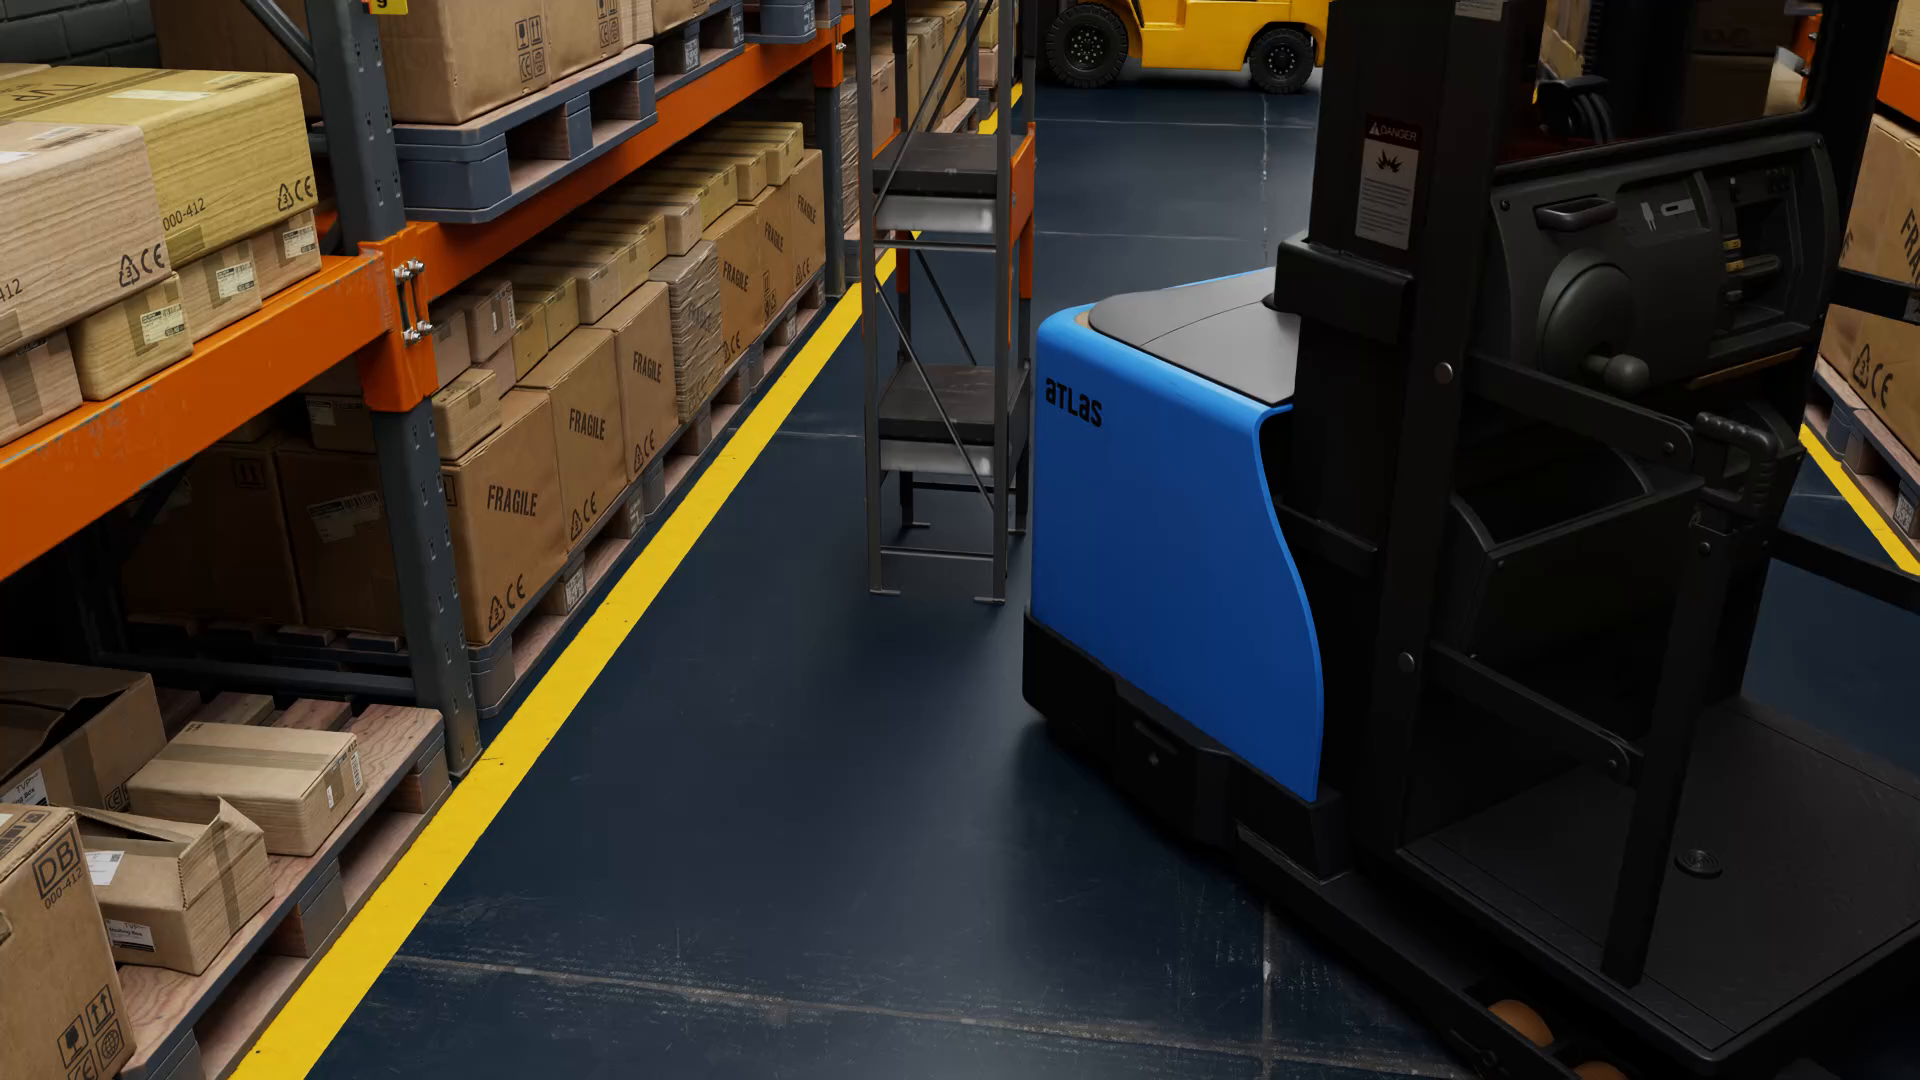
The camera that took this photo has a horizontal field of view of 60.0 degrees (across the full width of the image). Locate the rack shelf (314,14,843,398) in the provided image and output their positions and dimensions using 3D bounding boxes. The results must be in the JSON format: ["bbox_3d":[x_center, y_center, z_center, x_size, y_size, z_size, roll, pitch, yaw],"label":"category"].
[{"bbox_3d":[-1.357,-1.348,5.441,1.077,0.370,4.000,4,25,9],"label":"rack shelf"}]

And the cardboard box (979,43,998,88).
[{"bbox_3d":[0.029,-3.308,11.527,0.500,0.250,0.500,4,25,9],"label":"cardboard box"}]

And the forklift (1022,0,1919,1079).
[{"bbox_3d":[1.386,-0.468,2.793,1.130,2.935,3.031,-15,29,-30],"label":"forklift"}]

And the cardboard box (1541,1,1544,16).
[{"bbox_3d":[4.685,-4.252,12.658,0.500,0.500,0.500,3,25,7],"label":"cardboard box"}]

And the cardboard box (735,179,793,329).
[{"bbox_3d":[-0.980,-1.168,6.661,0.500,0.500,0.500,4,25,8],"label":"cardboard box"}]

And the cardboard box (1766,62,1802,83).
[{"bbox_3d":[4.438,-2.622,9.917,0.950,0.372,0.625,4,25,9],"label":"cardboard box"}]

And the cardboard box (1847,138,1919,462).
[{"bbox_3d":[3.522,-0.740,5.304,0.875,0.875,0.875,4,25,9],"label":"cardboard box"}]

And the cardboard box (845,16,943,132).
[{"bbox_3d":[-0.585,-2.755,9.904,0.875,0.625,0.625,4,25,8],"label":"cardboard box"}]

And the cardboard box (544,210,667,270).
[{"bbox_3d":[-1.196,-0.987,5.508,0.380,0.149,0.250,4,25,9],"label":"cardboard box"}]

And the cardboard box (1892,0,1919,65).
[{"bbox_3d":[3.472,-1.697,5.515,0.500,0.250,0.500,3,25,7],"label":"cardboard box"}]

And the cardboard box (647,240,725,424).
[{"bbox_3d":[-1.129,-0.731,5.726,0.500,0.500,0.500,3,25,7],"label":"cardboard box"}]

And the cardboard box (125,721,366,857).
[{"bbox_3d":[-1.485,0.517,3.476,0.380,0.149,0.250,3,25,7],"label":"cardboard box"}]

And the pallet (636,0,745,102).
[{"bbox_3d":[-1.344,-1.610,5.378,1.003,0.211,1.213,4,25,9],"label":"pallet"}]

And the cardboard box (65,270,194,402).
[{"bbox_3d":[-1.527,-0.352,2.761,0.380,0.149,0.250,5,25,10],"label":"cardboard box"}]

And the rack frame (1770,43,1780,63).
[{"bbox_3d":[4.521,-3.841,9.918,1.000,3.000,0.127,4,25,9],"label":"rack frame"}]

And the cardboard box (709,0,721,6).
[{"bbox_3d":[-1.115,-2.052,5.479,0.797,0.503,0.637,3,25,7],"label":"cardboard box"}]

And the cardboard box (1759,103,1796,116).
[{"bbox_3d":[4.212,-2.030,8.653,0.950,0.372,0.625,5,26,10],"label":"cardboard box"}]

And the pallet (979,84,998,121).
[{"bbox_3d":[-0.205,-3.251,11.945,1.003,0.211,1.213,4,25,9],"label":"pallet"}]

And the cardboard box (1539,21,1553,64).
[{"bbox_3d":[4.602,-3.699,12.362,0.500,0.250,0.500,6,26,12],"label":"cardboard box"}]

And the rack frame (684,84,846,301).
[{"bbox_3d":[-1.030,-2.511,7.076,1.000,3.000,0.127,4,25,9],"label":"rack frame"}]

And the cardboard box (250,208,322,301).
[{"bbox_3d":[-1.487,-0.573,3.233,0.380,0.149,0.250,4,25,9],"label":"cardboard box"}]

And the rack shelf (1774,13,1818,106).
[{"bbox_3d":[4.194,-2.679,8.284,1.077,0.370,4.000,4,25,9],"label":"rack shelf"}]

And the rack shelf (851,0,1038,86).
[{"bbox_3d":[-0.027,-1.503,4.366,0.431,0.518,0.480,4,25,9],"label":"rack shelf"}]

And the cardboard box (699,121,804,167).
[{"bbox_3d":[-0.861,-1.639,6.900,0.380,0.149,0.250,3,25,6],"label":"cardboard box"}]

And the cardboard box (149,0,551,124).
[{"bbox_3d":[-1.384,-1.260,3.791,0.700,0.500,0.500,5,25,10],"label":"cardboard box"}]

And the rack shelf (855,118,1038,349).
[{"bbox_3d":[-0.027,-0.869,4.663,0.431,0.518,0.480,4,25,9],"label":"rack shelf"}]

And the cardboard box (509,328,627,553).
[{"bbox_3d":[-1.306,-0.306,4.819,0.500,0.500,0.500,4,25,8],"label":"cardboard box"}]

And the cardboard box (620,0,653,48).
[{"bbox_3d":[-1.079,-1.522,4.626,0.396,0.266,0.258,5,26,11],"label":"cardboard box"}]

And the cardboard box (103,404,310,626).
[{"bbox_3d":[-1.896,-0.122,4.425,0.500,0.500,0.500,4,25,8],"label":"cardboard box"}]

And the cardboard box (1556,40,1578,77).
[{"bbox_3d":[4.429,-3.276,11.458,0.500,0.250,0.500,3,25,7],"label":"cardboard box"}]

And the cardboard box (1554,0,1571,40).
[{"bbox_3d":[4.516,-3.818,11.732,0.500,0.500,0.500,5,26,11],"label":"cardboard box"}]

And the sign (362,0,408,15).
[{"bbox_3d":[-1.148,-1.196,3.245,0.100,0.325,0.005,4,25,9],"label":"sign"}]

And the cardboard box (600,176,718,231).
[{"bbox_3d":[-1.090,-1.204,5.971,0.380,0.149,0.250,4,25,8],"label":"cardboard box"}]

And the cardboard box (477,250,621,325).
[{"bbox_3d":[-1.254,-0.768,5.041,0.380,0.149,0.250,4,25,8],"label":"cardboard box"}]

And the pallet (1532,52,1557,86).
[{"bbox_3d":[4.793,-3.373,12.208,1.003,0.211,1.213,4,25,9],"label":"pallet"}]

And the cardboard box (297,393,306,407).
[{"bbox_3d":[-1.871,-0.474,4.412,0.380,0.149,0.250,4,25,9],"label":"cardboard box"}]

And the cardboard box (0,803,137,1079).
[{"bbox_3d":[-1.797,0.739,2.587,0.700,0.500,0.500,3,25,7],"label":"cardboard box"}]

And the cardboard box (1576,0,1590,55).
[{"bbox_3d":[4.353,-3.392,10.822,0.500,0.500,0.500,4,25,8],"label":"cardboard box"}]

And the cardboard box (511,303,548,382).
[{"bbox_3d":[-1.363,-0.551,4.576,0.380,0.149,0.250,3,25,6],"label":"cardboard box"}]

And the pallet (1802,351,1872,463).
[{"bbox_3d":[3.664,-0.581,6.242,1.003,0.211,1.213,4,25,9],"label":"pallet"}]

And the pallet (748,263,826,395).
[{"bbox_3d":[-1.190,-0.938,7.005,1.003,0.211,1.213,4,25,9],"label":"pallet"}]

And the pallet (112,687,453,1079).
[{"bbox_3d":[-1.797,0.712,3.479,1.003,0.211,1.213,4,25,9],"label":"pallet"}]

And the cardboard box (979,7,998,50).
[{"bbox_3d":[0.007,-3.536,11.424,0.500,0.250,0.500,4,25,8],"label":"cardboard box"}]

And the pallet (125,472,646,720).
[{"bbox_3d":[-1.589,0.082,4.825,1.003,0.211,1.213,4,25,9],"label":"pallet"}]

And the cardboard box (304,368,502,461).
[{"bbox_3d":[-1.363,-0.321,4.086,0.380,0.149,0.250,5,26,11],"label":"cardboard box"}]

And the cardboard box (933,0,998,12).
[{"bbox_3d":[0.012,-3.762,11.317,0.500,0.250,0.500,4,25,8],"label":"cardboard box"}]

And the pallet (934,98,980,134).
[{"bbox_3d":[-0.459,-2.610,10.577,1.003,0.211,1.213,4,25,9],"label":"pallet"}]

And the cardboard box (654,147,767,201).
[{"bbox_3d":[-0.962,-1.415,6.423,0.380,0.149,0.250,3,25,7],"label":"cardboard box"}]

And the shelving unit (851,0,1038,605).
[{"bbox_3d":[-0.027,-0.882,4.657,0.431,2.100,0.503,4,25,9],"label":"shelving unit"}]

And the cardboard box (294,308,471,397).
[{"bbox_3d":[-1.423,-0.460,4.032,0.380,0.149,0.250,4,25,8],"label":"cardboard box"}]

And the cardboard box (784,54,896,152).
[{"bbox_3d":[-0.816,-2.159,8.630,0.875,0.625,0.625,5,26,10],"label":"cardboard box"}]

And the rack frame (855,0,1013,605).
[{"bbox_3d":[-0.067,-0.780,4.439,0.400,2.100,0.015,4,25,9],"label":"rack frame"}]

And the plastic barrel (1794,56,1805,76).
[{"bbox_3d":[6.331,-3.379,11.969,0.421,0.421,0.512,-20,32,-36],"label":"plastic barrel"}]

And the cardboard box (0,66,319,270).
[{"bbox_3d":[-1.527,-0.675,2.979,0.500,0.250,0.500,5,25,10],"label":"cardboard box"}]
